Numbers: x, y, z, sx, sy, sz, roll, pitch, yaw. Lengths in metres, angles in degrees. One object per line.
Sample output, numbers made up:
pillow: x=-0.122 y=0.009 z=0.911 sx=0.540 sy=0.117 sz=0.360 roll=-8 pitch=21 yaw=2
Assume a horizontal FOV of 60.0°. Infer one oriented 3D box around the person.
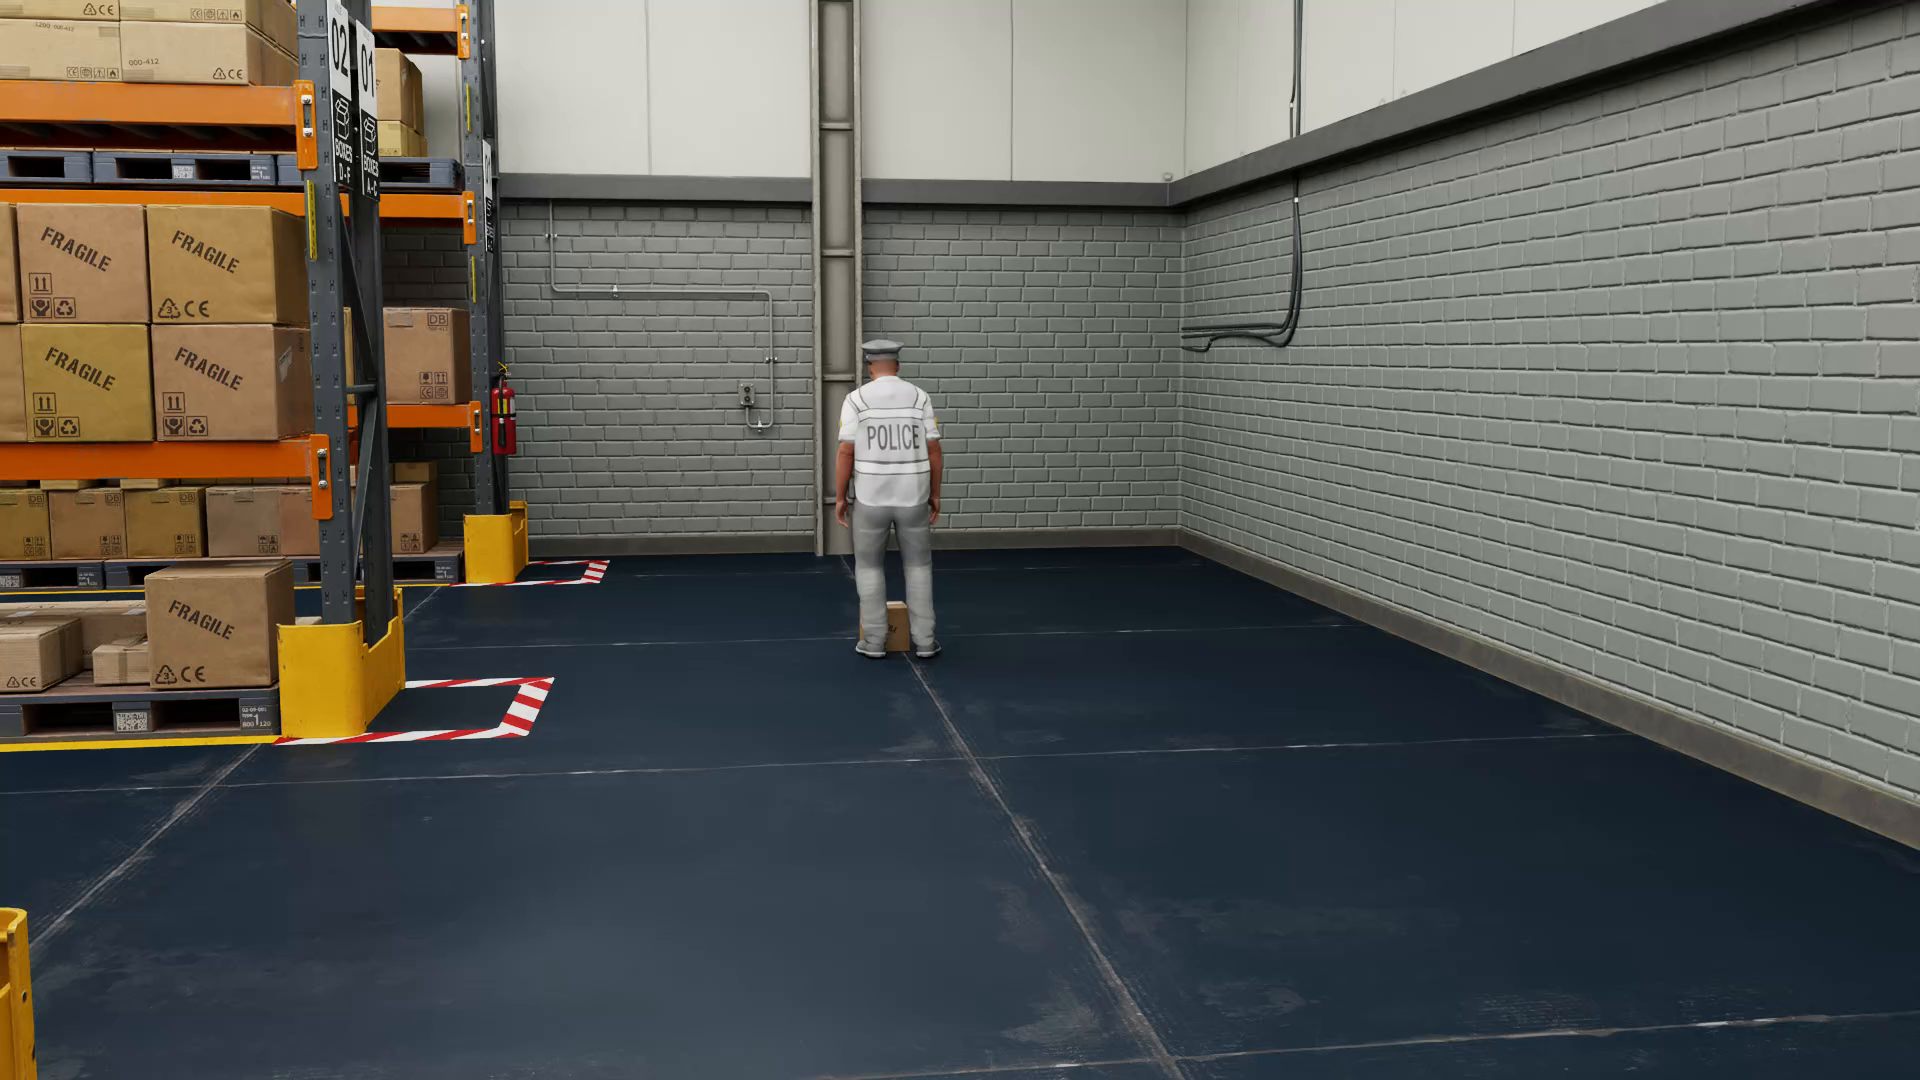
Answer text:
person: x=-0.386 y=-0.224 z=9.158 sx=0.602 sy=1.749 sz=0.469 roll=-1 pitch=7 yaw=-11
